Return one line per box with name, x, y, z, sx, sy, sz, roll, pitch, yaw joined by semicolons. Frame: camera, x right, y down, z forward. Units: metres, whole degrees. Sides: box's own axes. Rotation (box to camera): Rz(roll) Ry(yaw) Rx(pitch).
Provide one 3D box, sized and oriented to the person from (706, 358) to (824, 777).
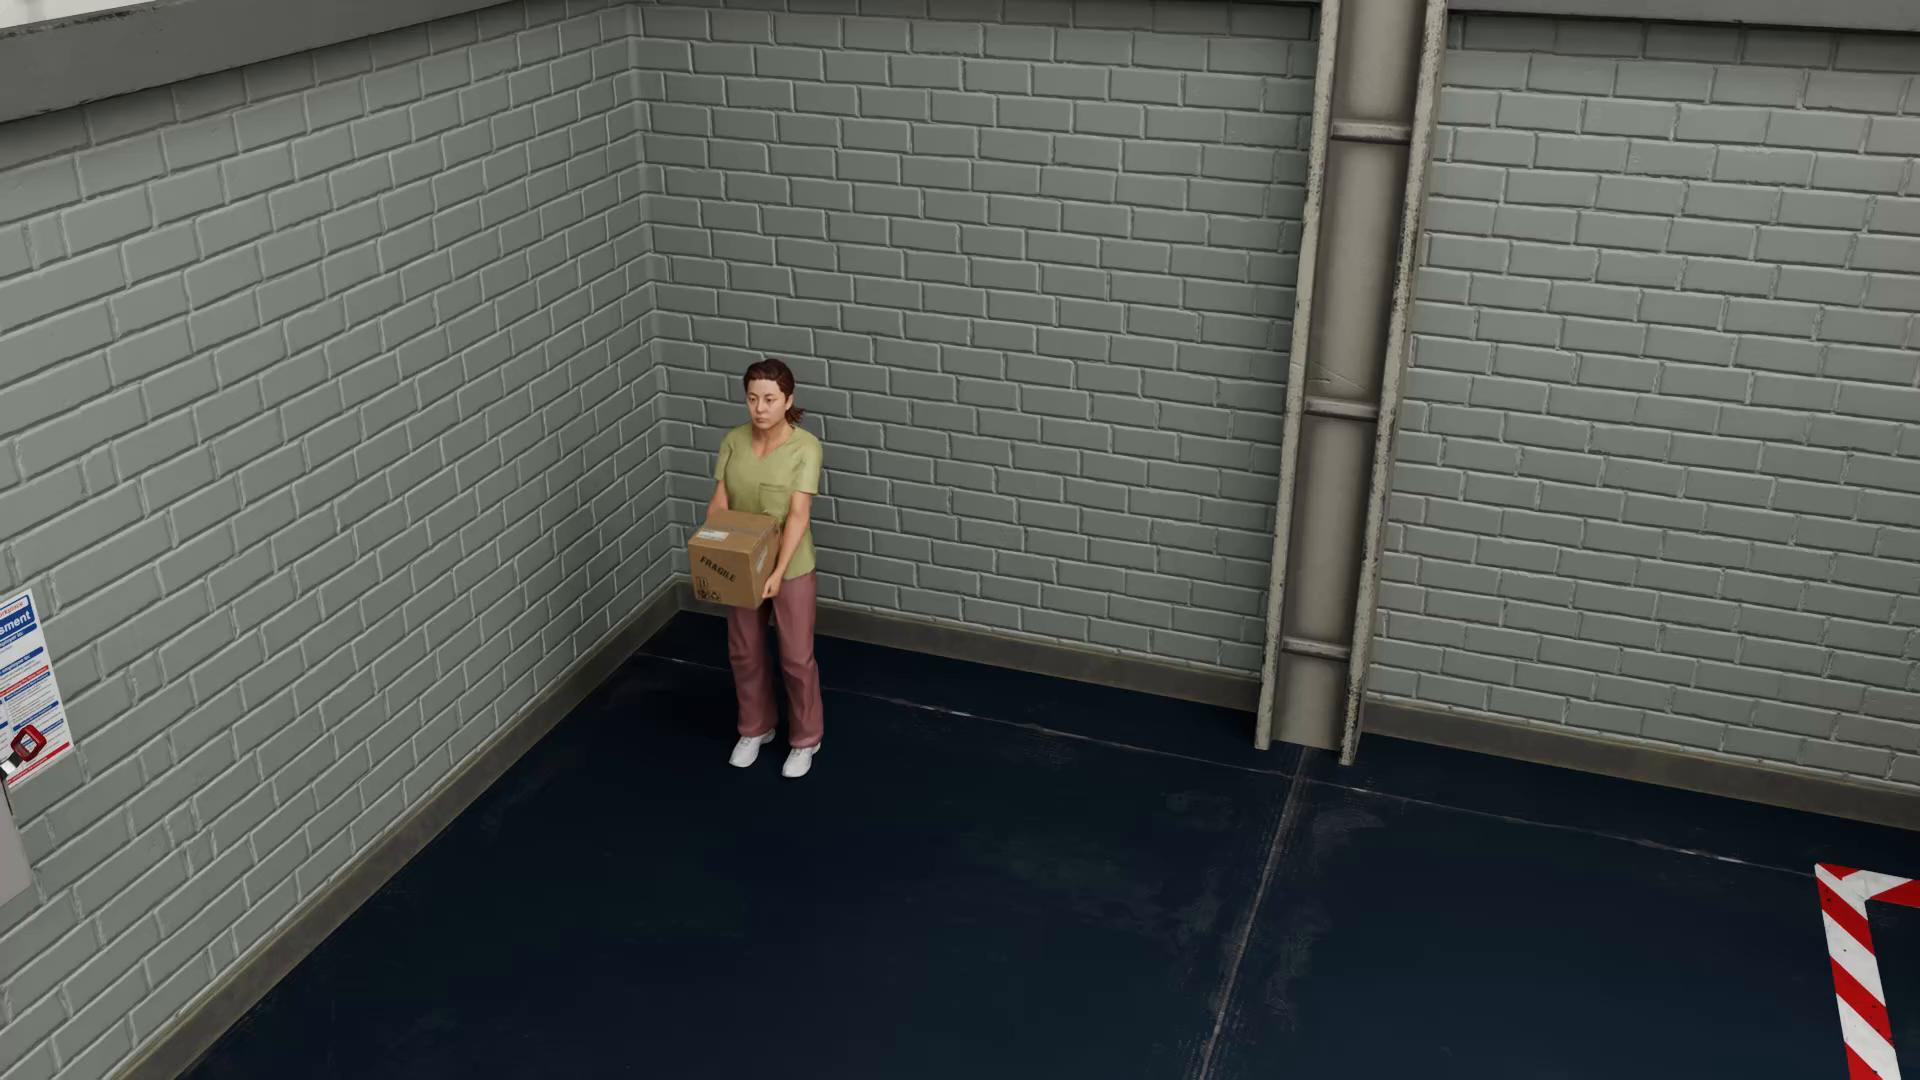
person;-0.746;0.144;6.328;0.420;1.668;0.538;9;27;17
